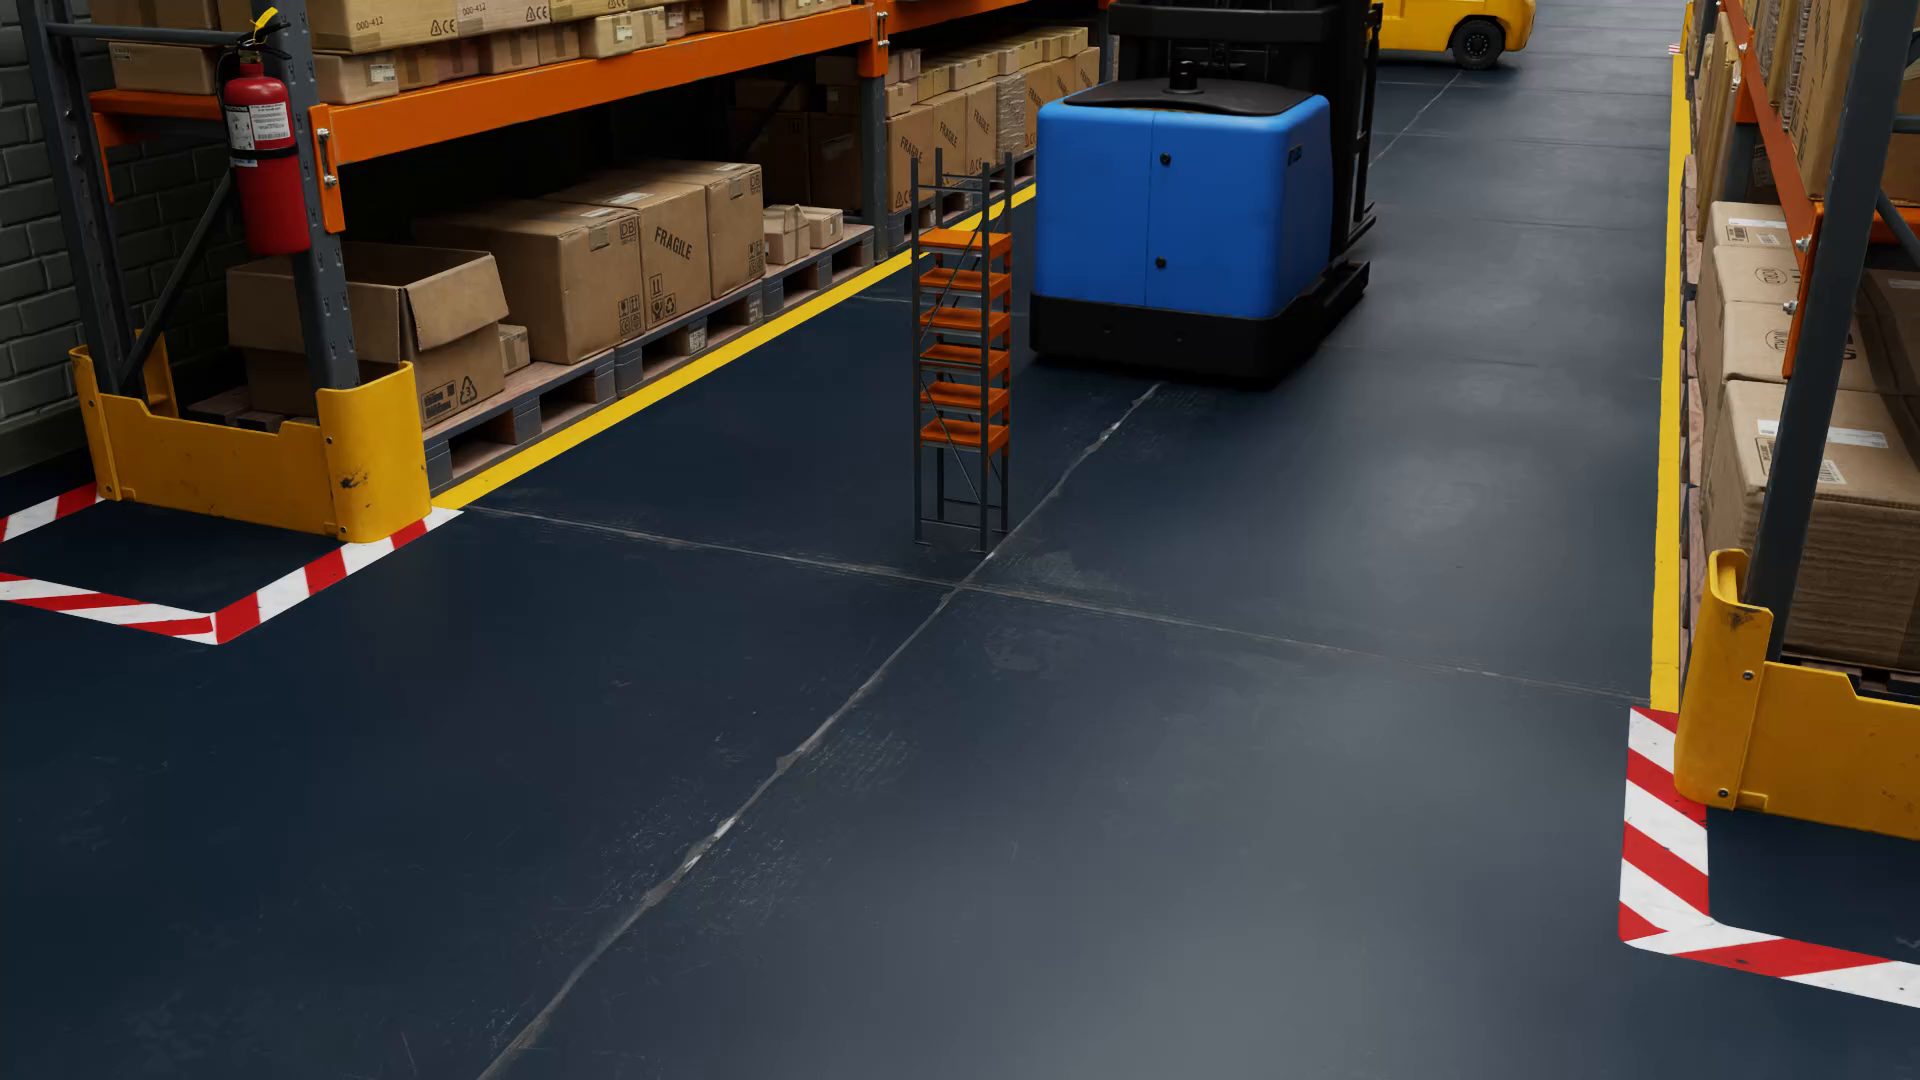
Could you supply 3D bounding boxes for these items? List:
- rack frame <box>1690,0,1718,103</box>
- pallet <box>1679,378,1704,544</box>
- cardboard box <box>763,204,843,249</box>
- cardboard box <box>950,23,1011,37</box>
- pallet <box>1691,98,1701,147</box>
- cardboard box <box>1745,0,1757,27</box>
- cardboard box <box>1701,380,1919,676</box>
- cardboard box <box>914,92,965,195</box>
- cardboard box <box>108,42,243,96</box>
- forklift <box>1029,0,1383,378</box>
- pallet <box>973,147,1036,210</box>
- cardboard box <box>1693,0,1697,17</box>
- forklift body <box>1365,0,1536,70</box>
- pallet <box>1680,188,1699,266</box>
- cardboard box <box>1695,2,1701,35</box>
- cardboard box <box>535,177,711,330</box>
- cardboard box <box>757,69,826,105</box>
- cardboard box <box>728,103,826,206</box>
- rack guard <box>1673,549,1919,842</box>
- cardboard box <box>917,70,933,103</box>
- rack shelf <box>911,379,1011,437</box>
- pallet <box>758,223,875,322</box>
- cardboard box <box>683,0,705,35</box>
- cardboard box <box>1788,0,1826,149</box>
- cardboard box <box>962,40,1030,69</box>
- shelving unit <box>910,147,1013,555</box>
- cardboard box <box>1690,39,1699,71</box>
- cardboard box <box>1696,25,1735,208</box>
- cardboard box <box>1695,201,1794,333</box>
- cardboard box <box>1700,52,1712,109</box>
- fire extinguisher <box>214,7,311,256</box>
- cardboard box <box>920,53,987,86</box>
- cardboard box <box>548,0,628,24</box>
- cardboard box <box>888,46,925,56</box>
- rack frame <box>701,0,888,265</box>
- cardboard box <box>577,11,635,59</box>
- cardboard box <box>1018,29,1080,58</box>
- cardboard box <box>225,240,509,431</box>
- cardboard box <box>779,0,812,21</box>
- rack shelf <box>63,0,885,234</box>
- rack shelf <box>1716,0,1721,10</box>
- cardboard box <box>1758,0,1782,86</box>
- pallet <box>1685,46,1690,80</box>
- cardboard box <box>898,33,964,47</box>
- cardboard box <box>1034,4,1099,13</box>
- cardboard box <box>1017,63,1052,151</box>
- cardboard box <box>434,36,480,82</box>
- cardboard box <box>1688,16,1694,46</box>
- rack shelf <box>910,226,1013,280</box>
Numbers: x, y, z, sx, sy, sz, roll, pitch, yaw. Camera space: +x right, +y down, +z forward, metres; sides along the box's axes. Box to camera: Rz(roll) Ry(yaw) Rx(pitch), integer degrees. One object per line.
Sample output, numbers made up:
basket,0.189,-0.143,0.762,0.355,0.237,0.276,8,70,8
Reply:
rack frame,6.715,-5.068,13.491,1.000,3.000,0.127,9,24,20
pallet,2.936,-0.219,5.501,1.003,0.211,1.213,9,24,20
cardboard box,-0.801,-1.551,8.226,0.380,0.149,0.250,8,24,18
cardboard box,0.136,-3.543,11.698,0.380,0.149,0.250,10,25,23
pallet,5.975,-3.064,12.312,1.003,0.211,1.213,9,24,20
cardboard box,3.676,-2.332,7.137,0.500,0.250,0.500,8,24,19
cardboard box,2.410,-0.036,4.223,0.875,0.438,0.875,8,24,18
cardboard box,-0.290,-2.287,9.533,0.500,0.500,0.500,8,24,19
cardboard box,-2.479,-1.524,5.333,0.380,0.149,0.250,8,24,19
forklift,1.350,-2.532,7.508,1.130,2.935,3.031,10,25,22
pallet,-0.148,-2.362,10.631,1.003,0.211,1.213,9,24,20
cardboard box,7.446,-5.325,16.156,0.500,0.500,0.500,8,24,18
forklift body,4.580,-5.877,16.530,2.313,2.155,1.214,9,24,20
pallet,4.411,-1.643,8.910,1.003,0.211,1.213,9,24,20
cardboard box,6.873,-4.771,14.831,0.500,0.500,0.500,9,24,21
cardboard box,-1.395,-1.204,6.938,0.500,0.500,0.500,9,24,21
cardboard box,-0.905,-2.522,9.252,0.380,0.149,0.250,9,24,20
cardboard box,-0.959,-2.173,9.258,0.500,0.500,0.500,9,24,20
rack guard,2.248,0.388,3.671,1.175,0.500,0.348,9,24,20
cardboard box,-0.371,-2.548,9.315,0.380,0.149,0.250,7,24,17
rack shelf,0.005,-0.407,5.095,0.258,0.103,0.180,9,24,20
pallet,-1.123,-1.382,8.285,1.003,0.211,1.213,9,24,20
cardboard box,-1.292,-2.194,6.936,0.380,0.149,0.250,9,24,21
cardboard box,2.391,-1.208,4.120,0.500,0.500,0.500,8,24,19
cardboard box,0.227,-3.105,10.649,0.380,0.149,0.250,8,24,19
shelving unit,0.005,-0.559,5.031,0.258,1.200,0.189,9,24,20
cardboard box,6.685,-4.243,14.538,0.500,0.250,0.500,10,25,22
cardboard box,4.560,-2.296,9.067,0.875,0.875,0.875,9,24,21
cardboard box,3.410,-1.007,6.549,0.875,0.438,0.875,8,24,19
cardboard box,6.002,-3.354,12.253,0.950,0.372,0.625,10,25,22
fire extinguisher,-1.978,-1.156,4.711,0.296,0.674,0.183,9,24,20
cardboard box,-0.060,-2.820,9.967,0.380,0.149,0.250,10,25,22
cardboard box,-1.562,-2.037,6.044,0.500,0.250,0.500,8,24,19
cardboard box,-0.434,-2.982,10.355,0.380,0.149,0.250,8,24,18
rack frame,-0.867,-2.914,8.335,1.000,3.000,0.127,9,24,20
cardboard box,-1.451,-1.899,6.231,0.380,0.149,0.250,8,24,19
cardboard box,0.598,-3.370,11.283,0.380,0.149,0.250,7,24,17
cardboard box,-2.037,-0.730,5.800,0.797,0.503,0.637,8,24,18
cardboard box,-0.901,-2.455,7.562,0.380,0.149,0.250,9,24,21
rack shelf,-1.610,-1.867,6.760,1.077,0.370,4.000,9,24,20
rack shelf,5.972,-4.020,11.916,1.077,0.370,4.000,9,24,20
cardboard box,2.944,-1.764,5.452,0.500,0.500,0.500,9,24,20
pallet,7.383,-4.465,15.665,1.003,0.211,1.213,9,24,20
cardboard box,-0.193,-3.268,11.038,0.380,0.149,0.250,8,24,18
cardboard box,1.099,-3.900,13.231,0.875,0.625,0.625,10,25,22
cardboard box,0.274,-2.839,10.853,0.500,0.500,0.500,10,25,22
cardboard box,-1.859,-1.642,5.615,0.380,0.149,0.250,8,24,19
cardboard box,7.448,-4.994,16.336,0.500,0.250,0.500,10,25,22
rack shelf,0.005,-0.850,4.910,0.258,0.103,0.180,9,24,20
